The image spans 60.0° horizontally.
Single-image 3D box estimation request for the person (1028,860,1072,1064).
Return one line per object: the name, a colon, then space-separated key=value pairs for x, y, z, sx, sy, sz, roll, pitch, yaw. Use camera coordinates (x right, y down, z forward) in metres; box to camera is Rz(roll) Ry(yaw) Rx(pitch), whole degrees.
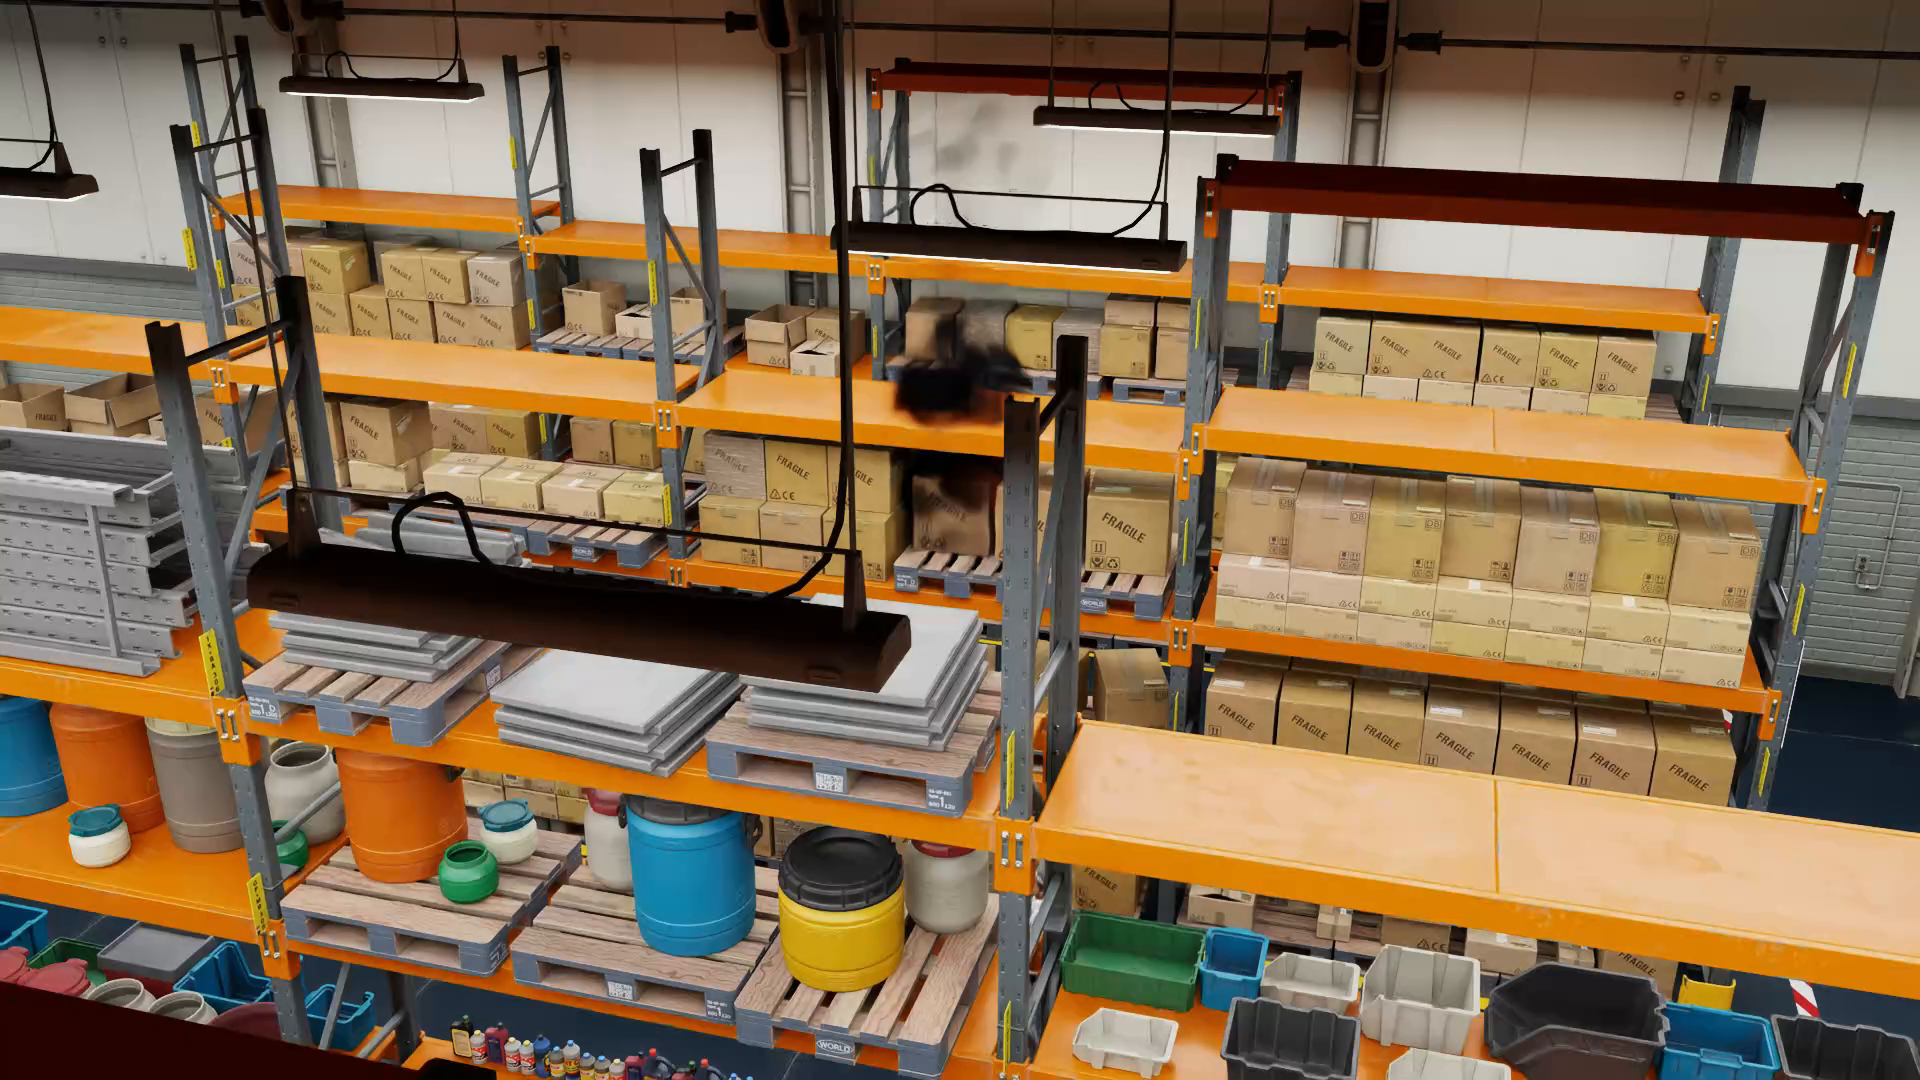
person: x=0.594 y=2.845 z=11.047 sx=0.611 sy=1.669 sz=0.639 roll=7 pitch=24 yaw=16
